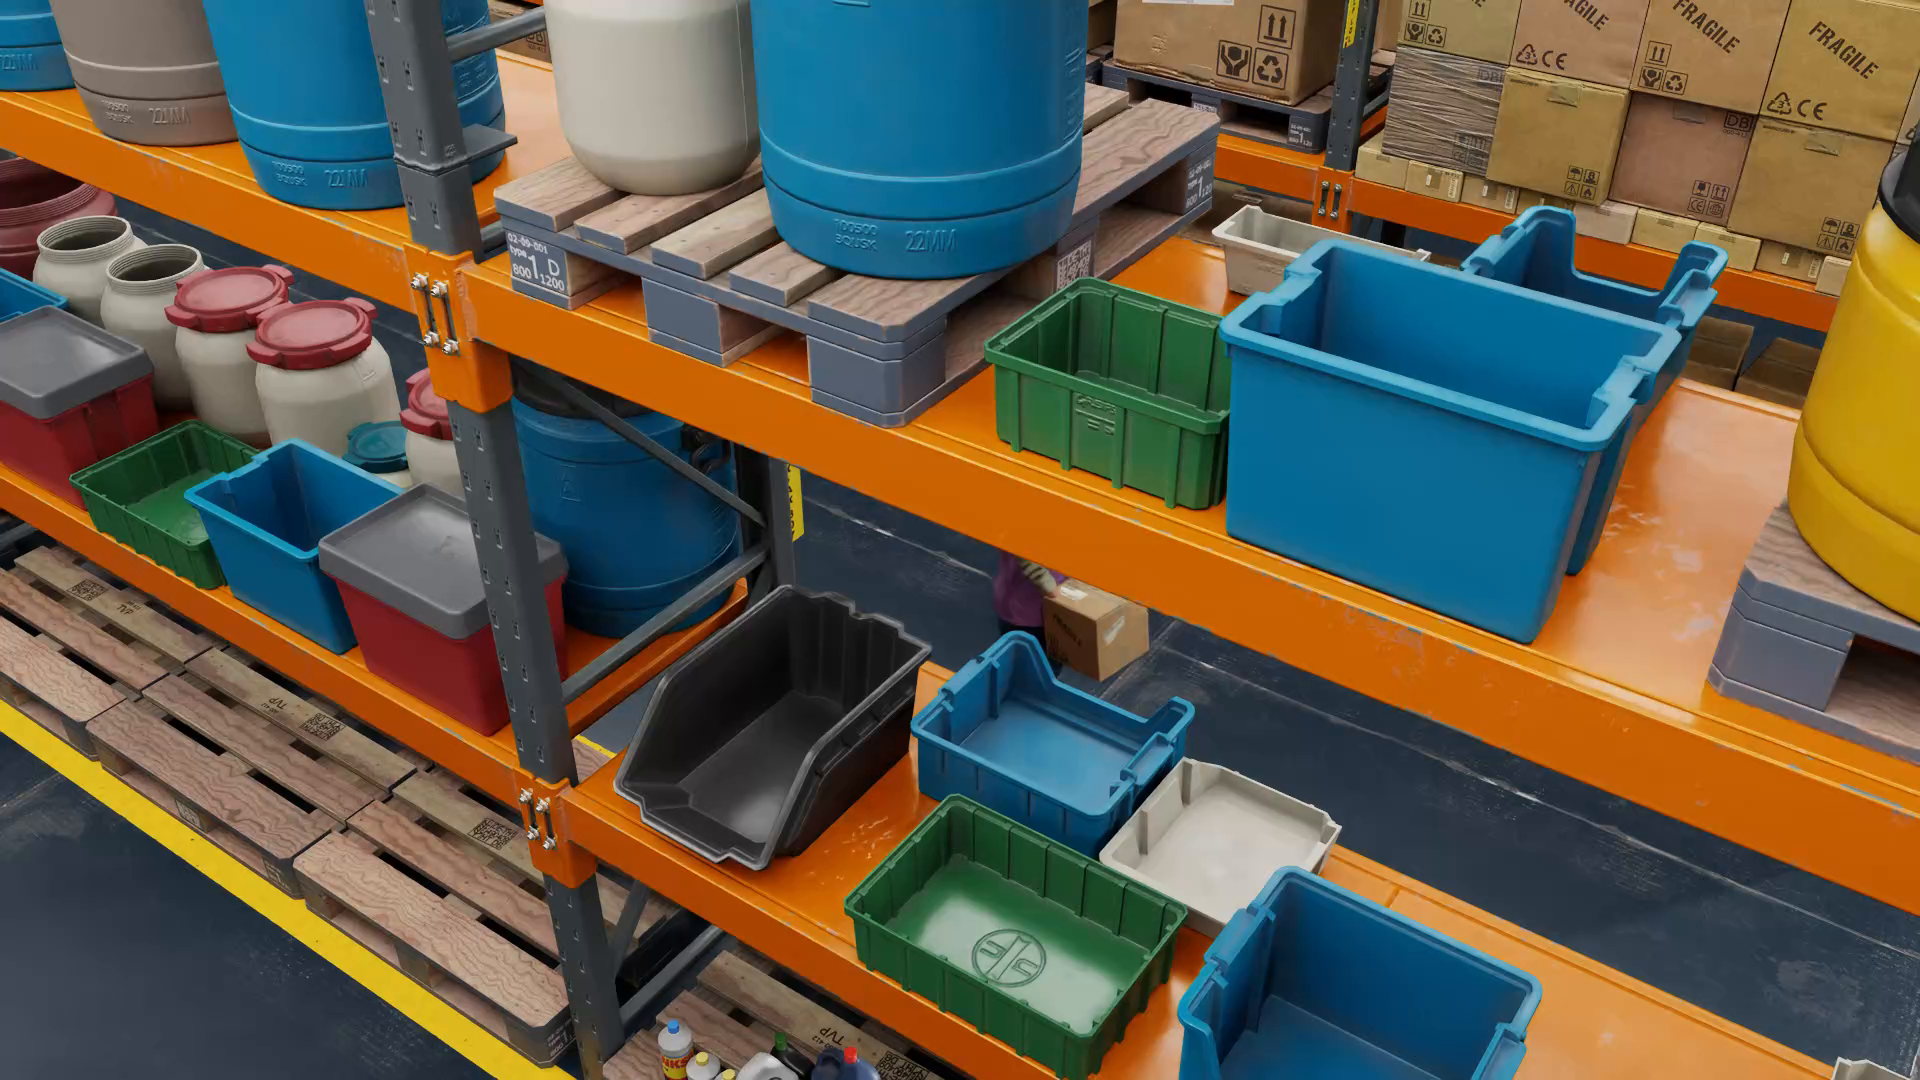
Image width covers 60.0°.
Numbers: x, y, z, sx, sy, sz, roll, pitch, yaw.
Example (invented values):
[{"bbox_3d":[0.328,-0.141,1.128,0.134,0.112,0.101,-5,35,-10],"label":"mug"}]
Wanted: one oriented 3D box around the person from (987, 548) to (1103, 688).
[{"bbox_3d":[0.340,0.196,5.843,0.455,1.589,0.423,19,39,25],"label":"person"}]
